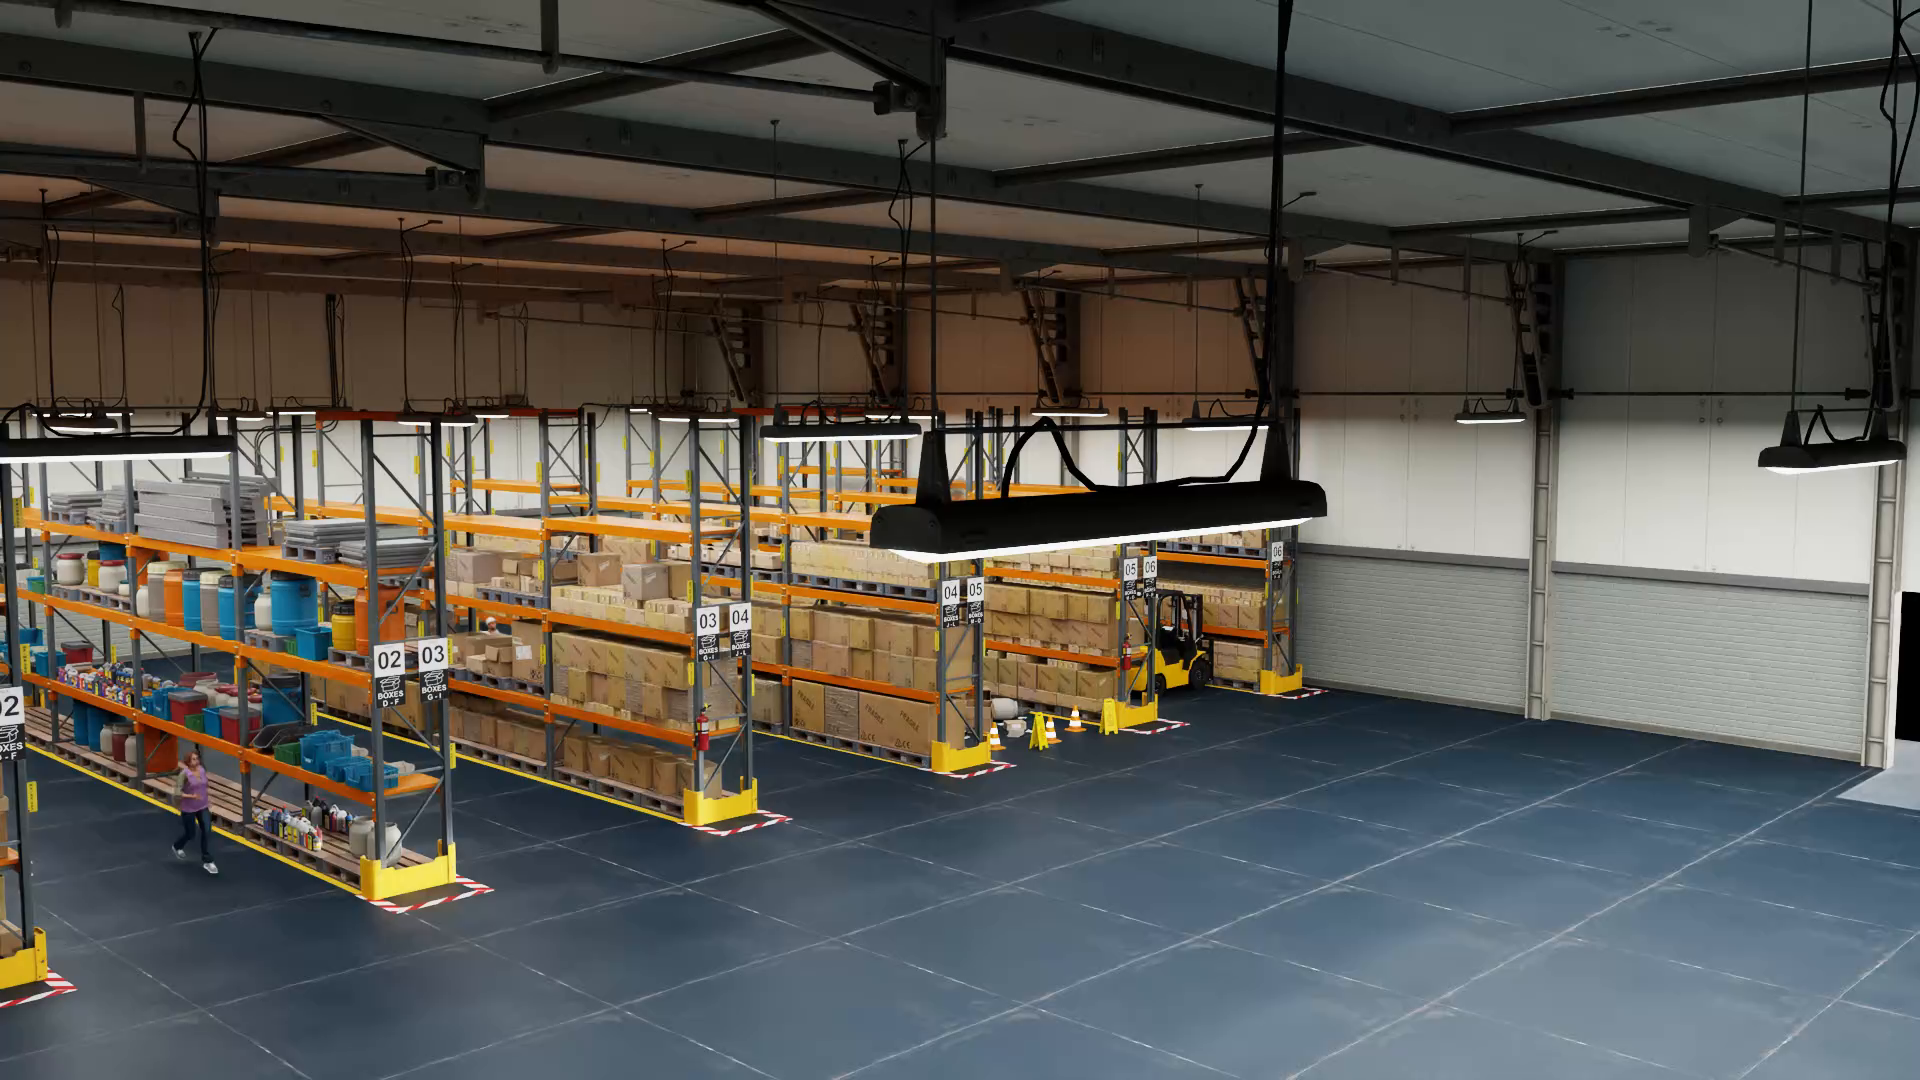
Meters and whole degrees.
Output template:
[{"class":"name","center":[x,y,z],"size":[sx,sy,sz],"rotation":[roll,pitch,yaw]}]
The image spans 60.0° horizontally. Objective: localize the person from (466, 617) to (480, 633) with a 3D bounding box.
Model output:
[{"class":"person","center":[-11.957,1.834,40.857],"size":[0.674,1.822,0.730],"rotation":[2,6,26]}]

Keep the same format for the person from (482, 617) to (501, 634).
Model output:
[{"class":"person","center":[-9.582,2.445,34.061],"size":[0.780,1.748,0.663],"rotation":[4,6,36]}]

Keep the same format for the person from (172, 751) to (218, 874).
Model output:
[{"class":"person","center":[-10.150,3.584,22.018],"size":[0.877,1.591,0.538],"rotation":[3,6,34]}]
